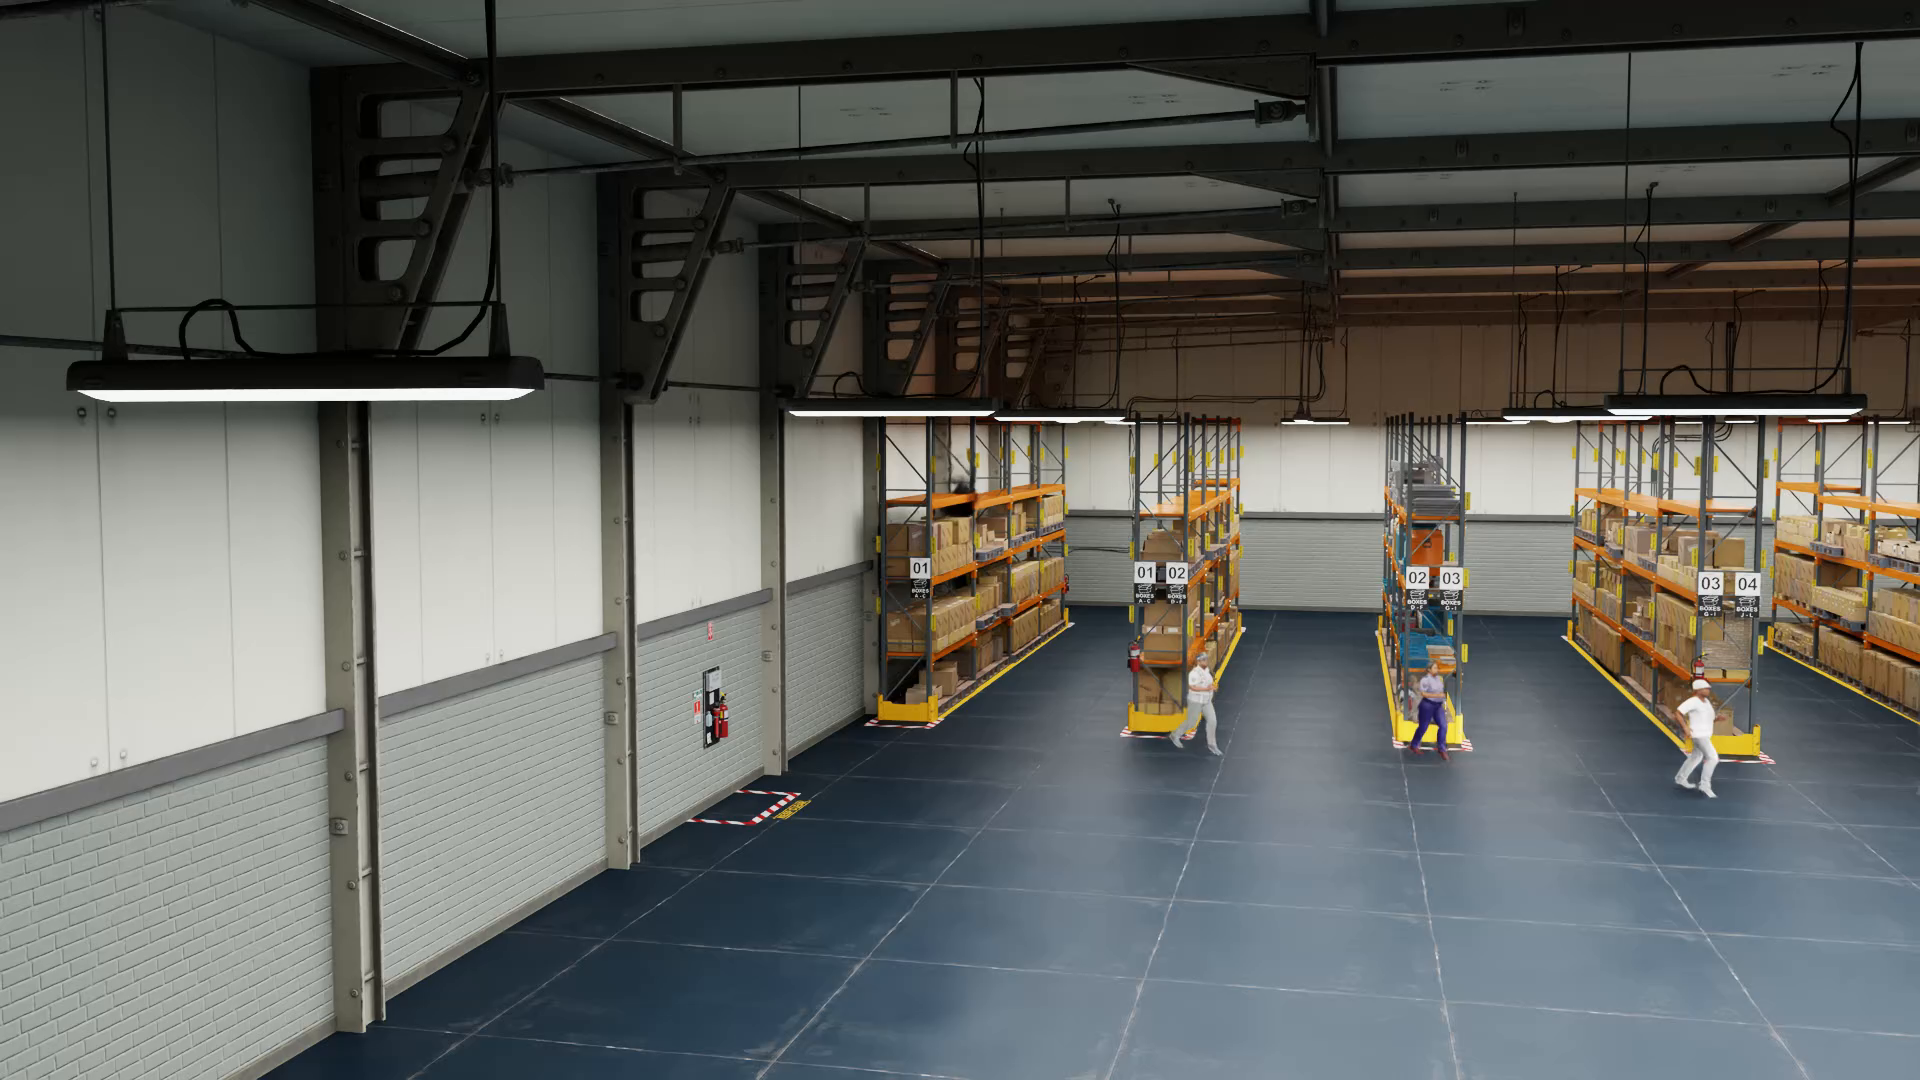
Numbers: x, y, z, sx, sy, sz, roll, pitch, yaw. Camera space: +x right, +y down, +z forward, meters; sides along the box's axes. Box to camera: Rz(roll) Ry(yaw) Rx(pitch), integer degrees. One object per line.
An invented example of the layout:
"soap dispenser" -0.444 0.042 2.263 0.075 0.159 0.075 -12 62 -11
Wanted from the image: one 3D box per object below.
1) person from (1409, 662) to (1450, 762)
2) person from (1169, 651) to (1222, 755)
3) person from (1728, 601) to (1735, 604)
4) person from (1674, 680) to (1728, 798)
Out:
"person" 8.151 2.942 28.771 0.611 1.690 0.758 -2 5 -33
"person" 4.192 2.854 29.327 0.963 1.825 0.671 4 5 44
"person" 19.965 1.996 43.157 0.614 1.657 0.641 1 4 21
"person" 11.550 3.088 25.937 0.764 1.830 0.674 3 5 40
